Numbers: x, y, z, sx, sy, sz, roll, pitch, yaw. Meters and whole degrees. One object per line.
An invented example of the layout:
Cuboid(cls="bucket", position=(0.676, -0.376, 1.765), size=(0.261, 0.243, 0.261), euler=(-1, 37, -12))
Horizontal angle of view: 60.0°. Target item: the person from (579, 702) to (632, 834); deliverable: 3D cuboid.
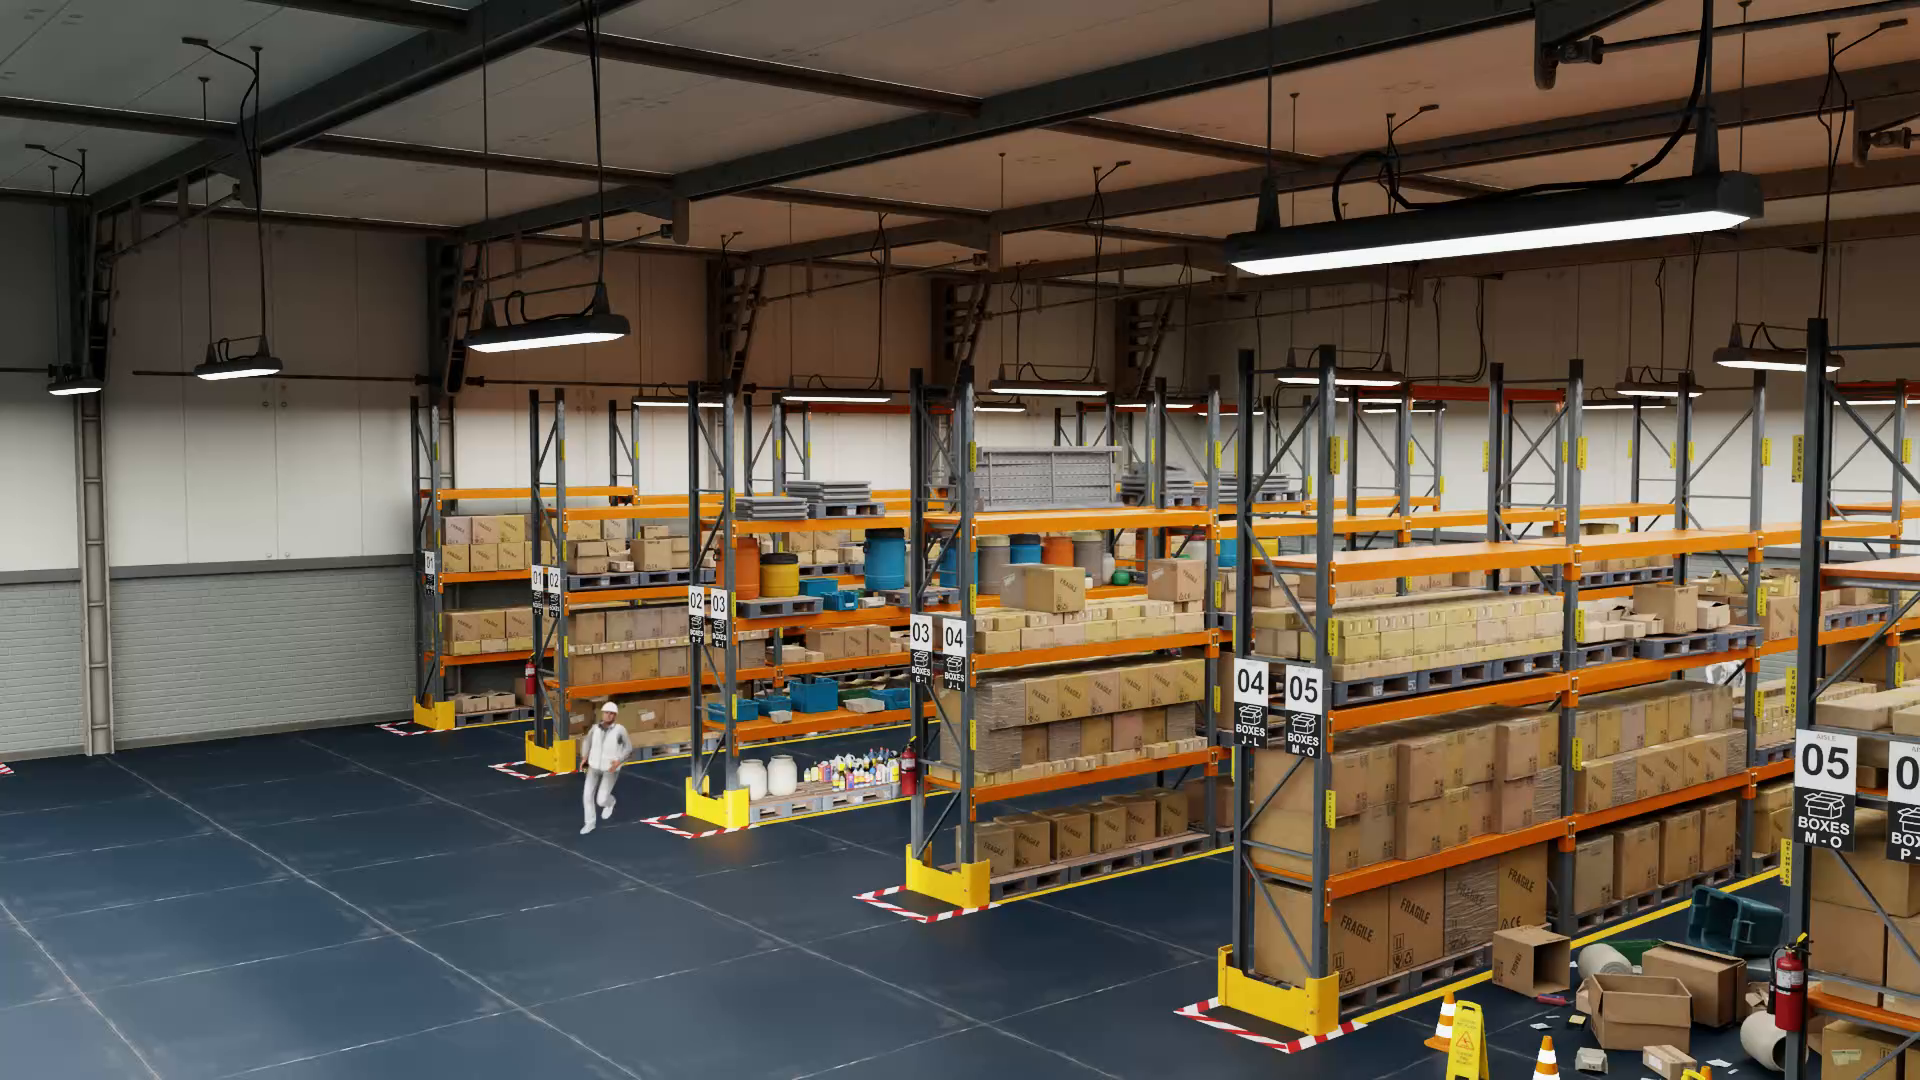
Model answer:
Cuboid(cls="person", position=(-4.711, 3.013, 22.164), size=(0.700, 1.732, 0.648), euler=(1, 3, 9))

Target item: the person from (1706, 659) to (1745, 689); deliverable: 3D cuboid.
Cuboid(cls="person", position=(13.419, 2.630, 29.010), size=(0.646, 1.685, 0.598), euler=(0, 3, 0))
